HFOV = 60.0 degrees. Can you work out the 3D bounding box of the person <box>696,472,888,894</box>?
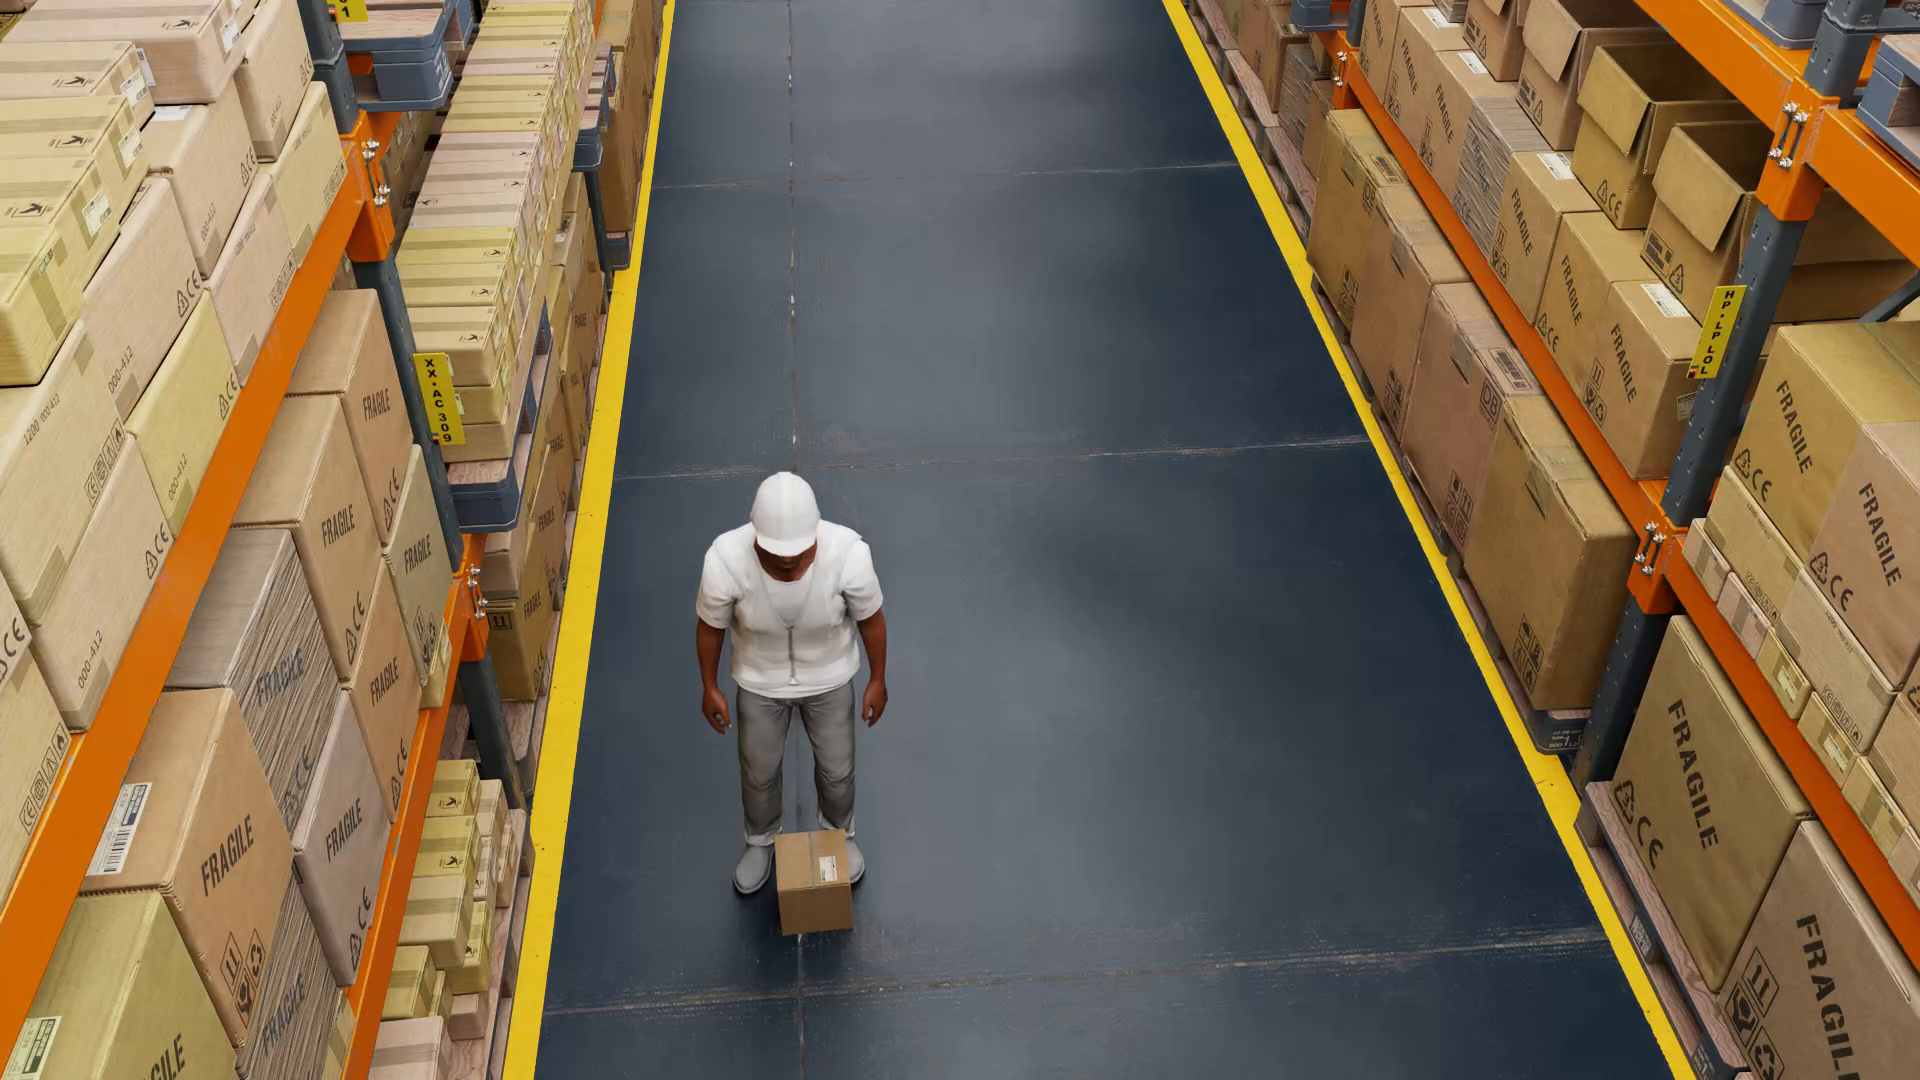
[{"bbox_3d":[-0.554,0.474,5.551,0.628,1.761,0.457,-3,39,-4],"label":"person"}]
